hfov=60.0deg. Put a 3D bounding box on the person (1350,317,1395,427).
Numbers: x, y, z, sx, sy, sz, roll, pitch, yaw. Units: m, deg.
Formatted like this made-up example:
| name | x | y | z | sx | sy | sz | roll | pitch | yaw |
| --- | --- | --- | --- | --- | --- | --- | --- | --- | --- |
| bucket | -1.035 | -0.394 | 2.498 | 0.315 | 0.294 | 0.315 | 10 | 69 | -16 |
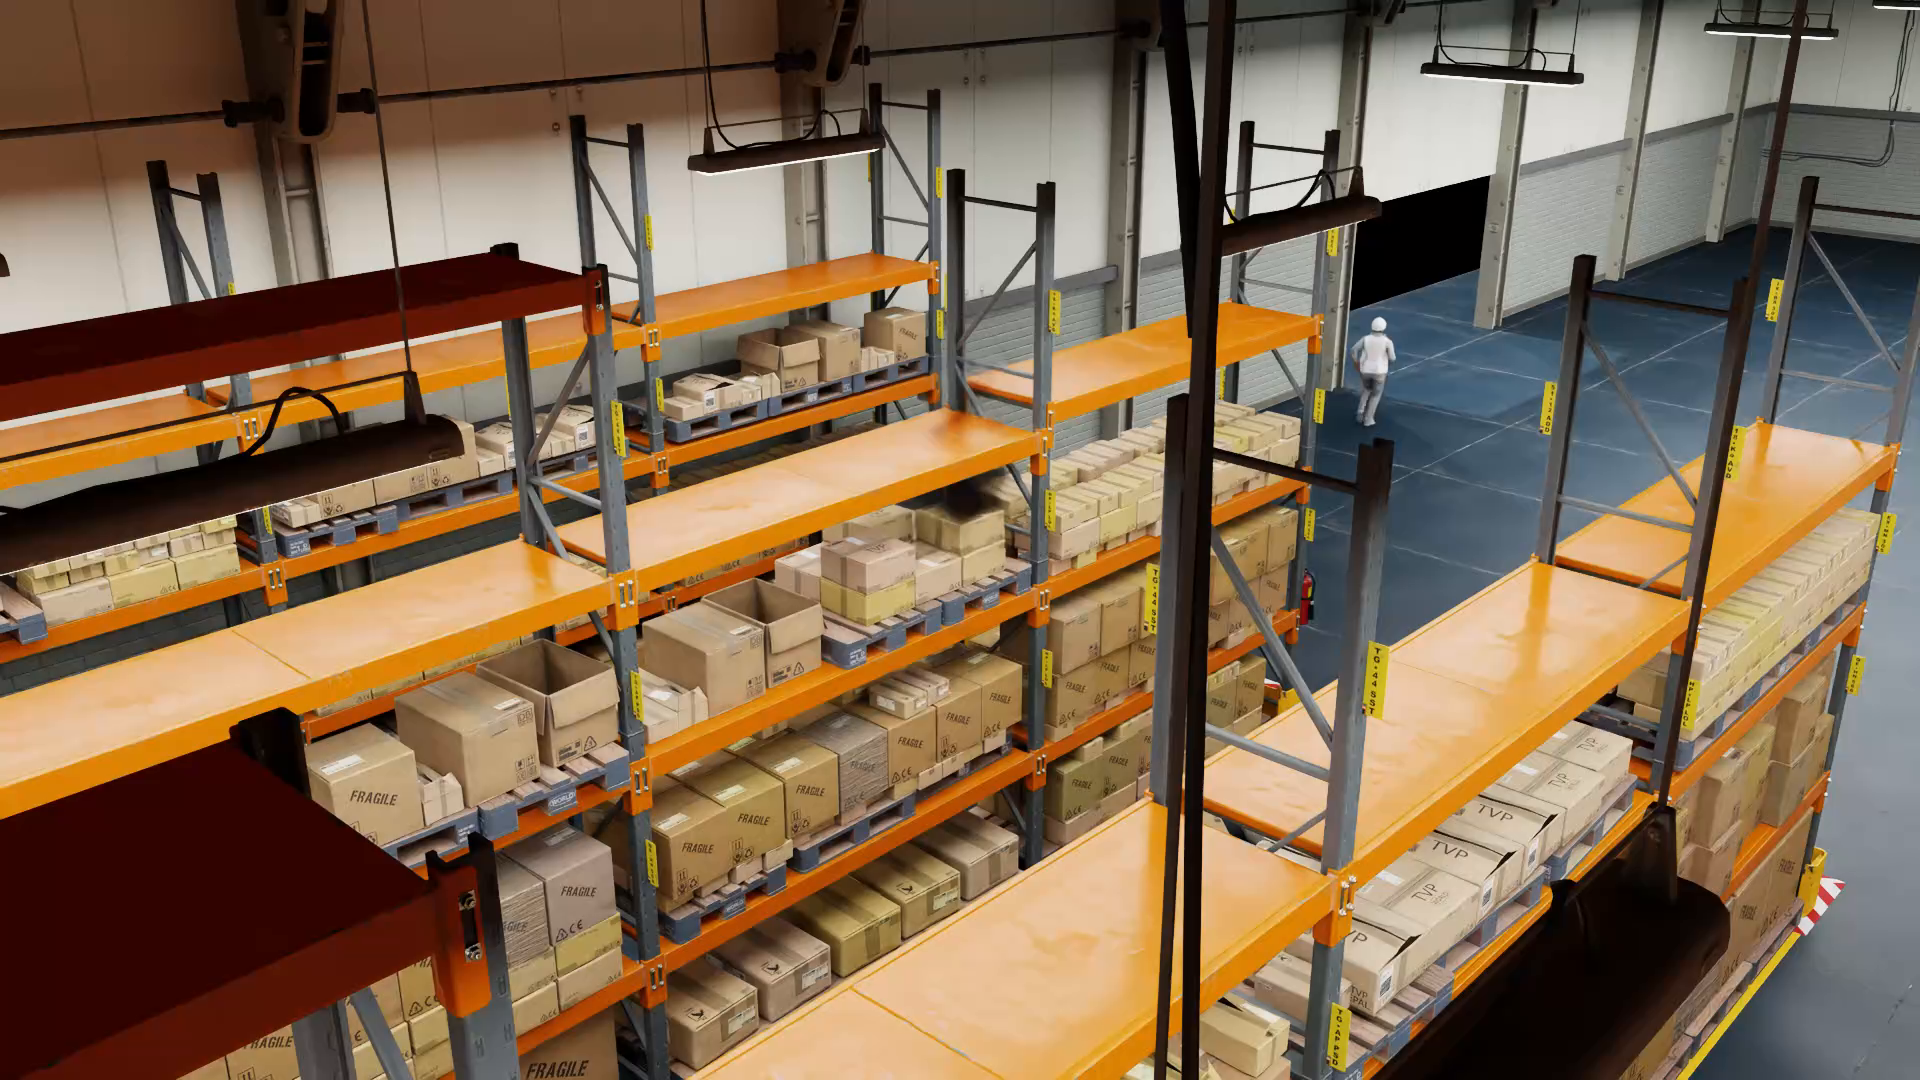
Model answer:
| name | x | y | z | sx | sy | sz | roll | pitch | yaw |
| --- | --- | --- | --- | --- | --- | --- | --- | --- | --- |
| person | 6.606 | -2.710 | 26.581 | 0.679 | 1.756 | 0.631 | 12 | 24 | 27 |
